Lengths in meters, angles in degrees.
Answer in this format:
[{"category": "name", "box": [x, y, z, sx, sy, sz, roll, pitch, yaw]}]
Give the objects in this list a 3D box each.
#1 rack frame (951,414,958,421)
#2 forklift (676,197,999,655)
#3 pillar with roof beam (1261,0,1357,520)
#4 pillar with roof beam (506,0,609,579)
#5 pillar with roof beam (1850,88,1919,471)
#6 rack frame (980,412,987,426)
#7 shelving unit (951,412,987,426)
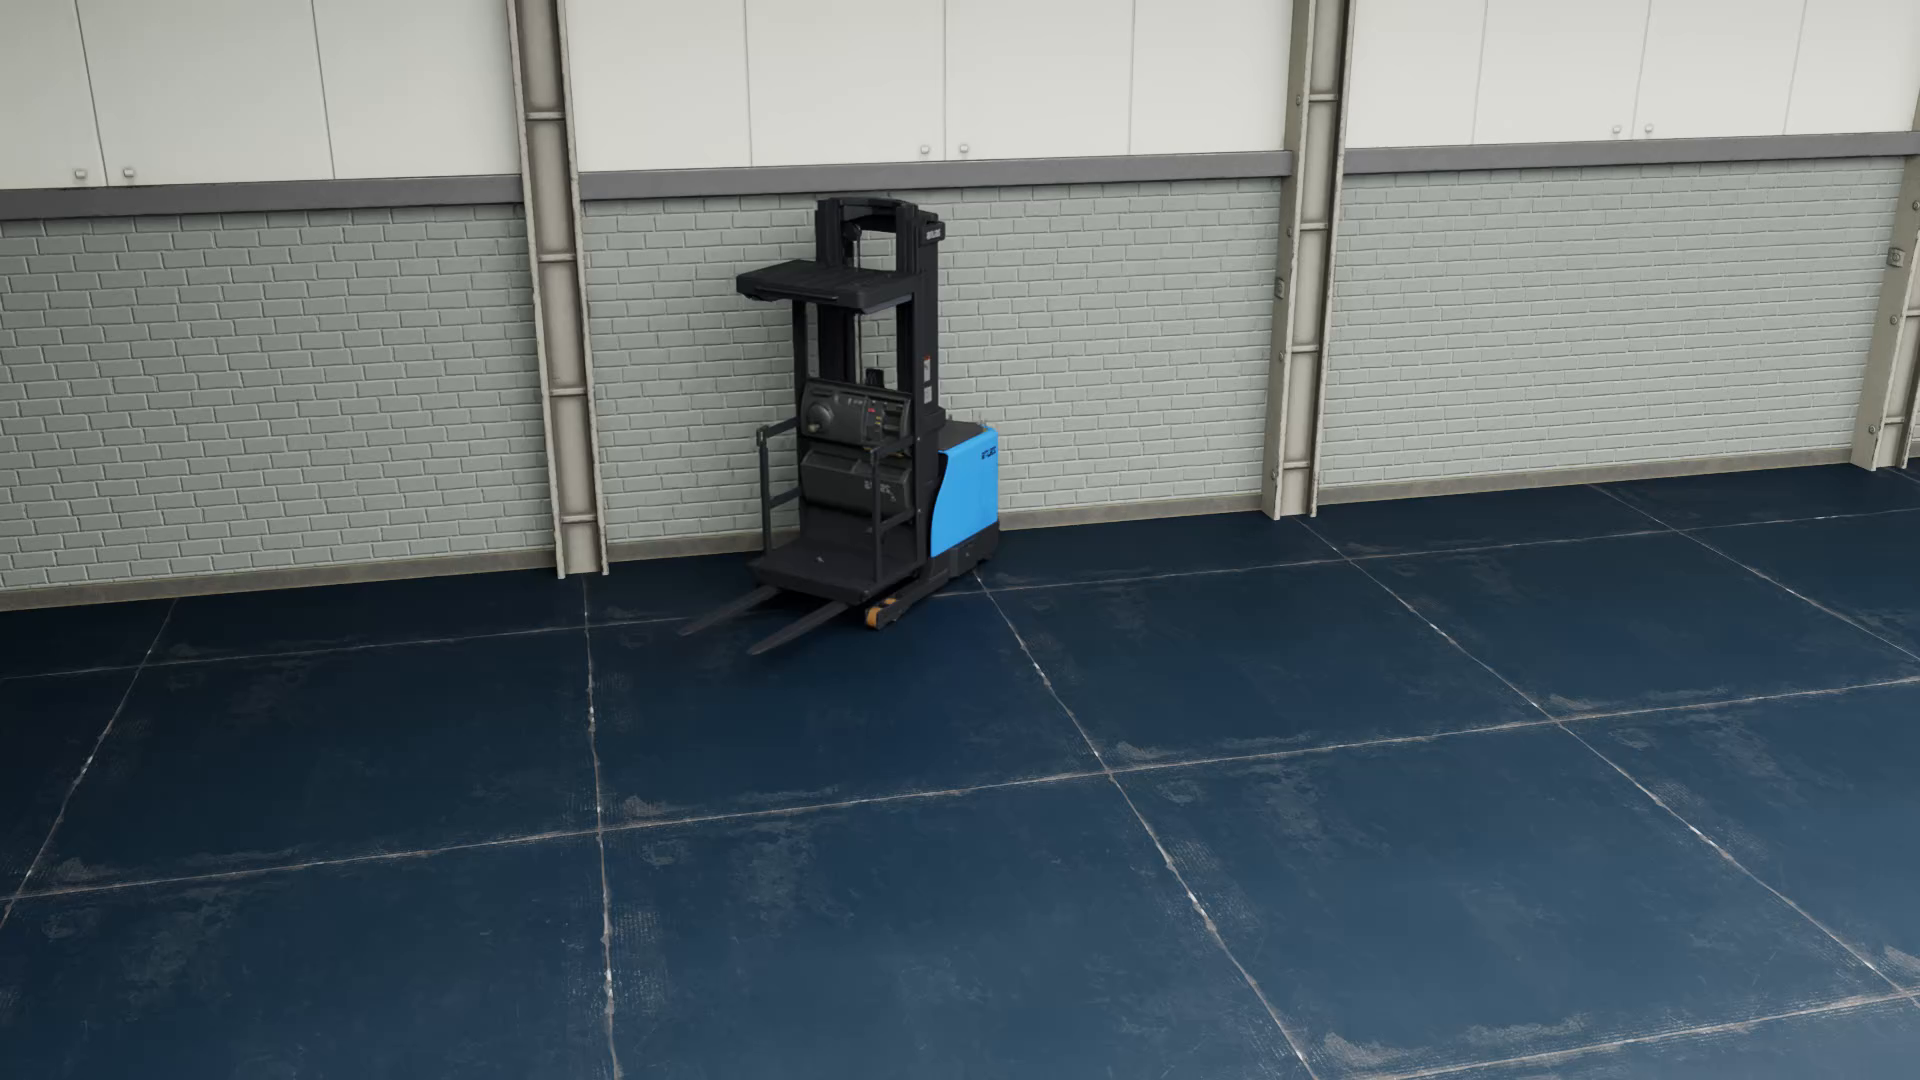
[{"category": "rack frame", "box": [-0.045, -0.499, 13.644, 0.008, 1.050, 0.200, -5, 20, -13]}, {"category": "forklift", "box": [-0.878, -0.909, 12.034, 1.130, 2.935, 3.031, 12, 23, 29]}, {"category": "pillar with roof beam", "box": [3.844, -3.024, 8.987, 0.400, 9.000, 9.100, -5, 21, -12]}, {"category": "pillar with roof beam", "box": [-1.995, -2.549, 7.690, 0.400, 9.000, 9.100, -5, 21, -12]}, {"category": "pillar with roof beam", "box": [9.683, -3.499, 10.283, 0.400, 9.000, 9.100, -5, 21, -12]}, {"category": "rack frame", "box": [0.191, -0.520, 13.701, 0.008, 1.050, 0.200, -5, 20, -13]}, {"category": "shelving unit", "box": [0.073, -0.509, 13.672, 0.252, 1.050, 0.215, -5, 20, -13]}]
